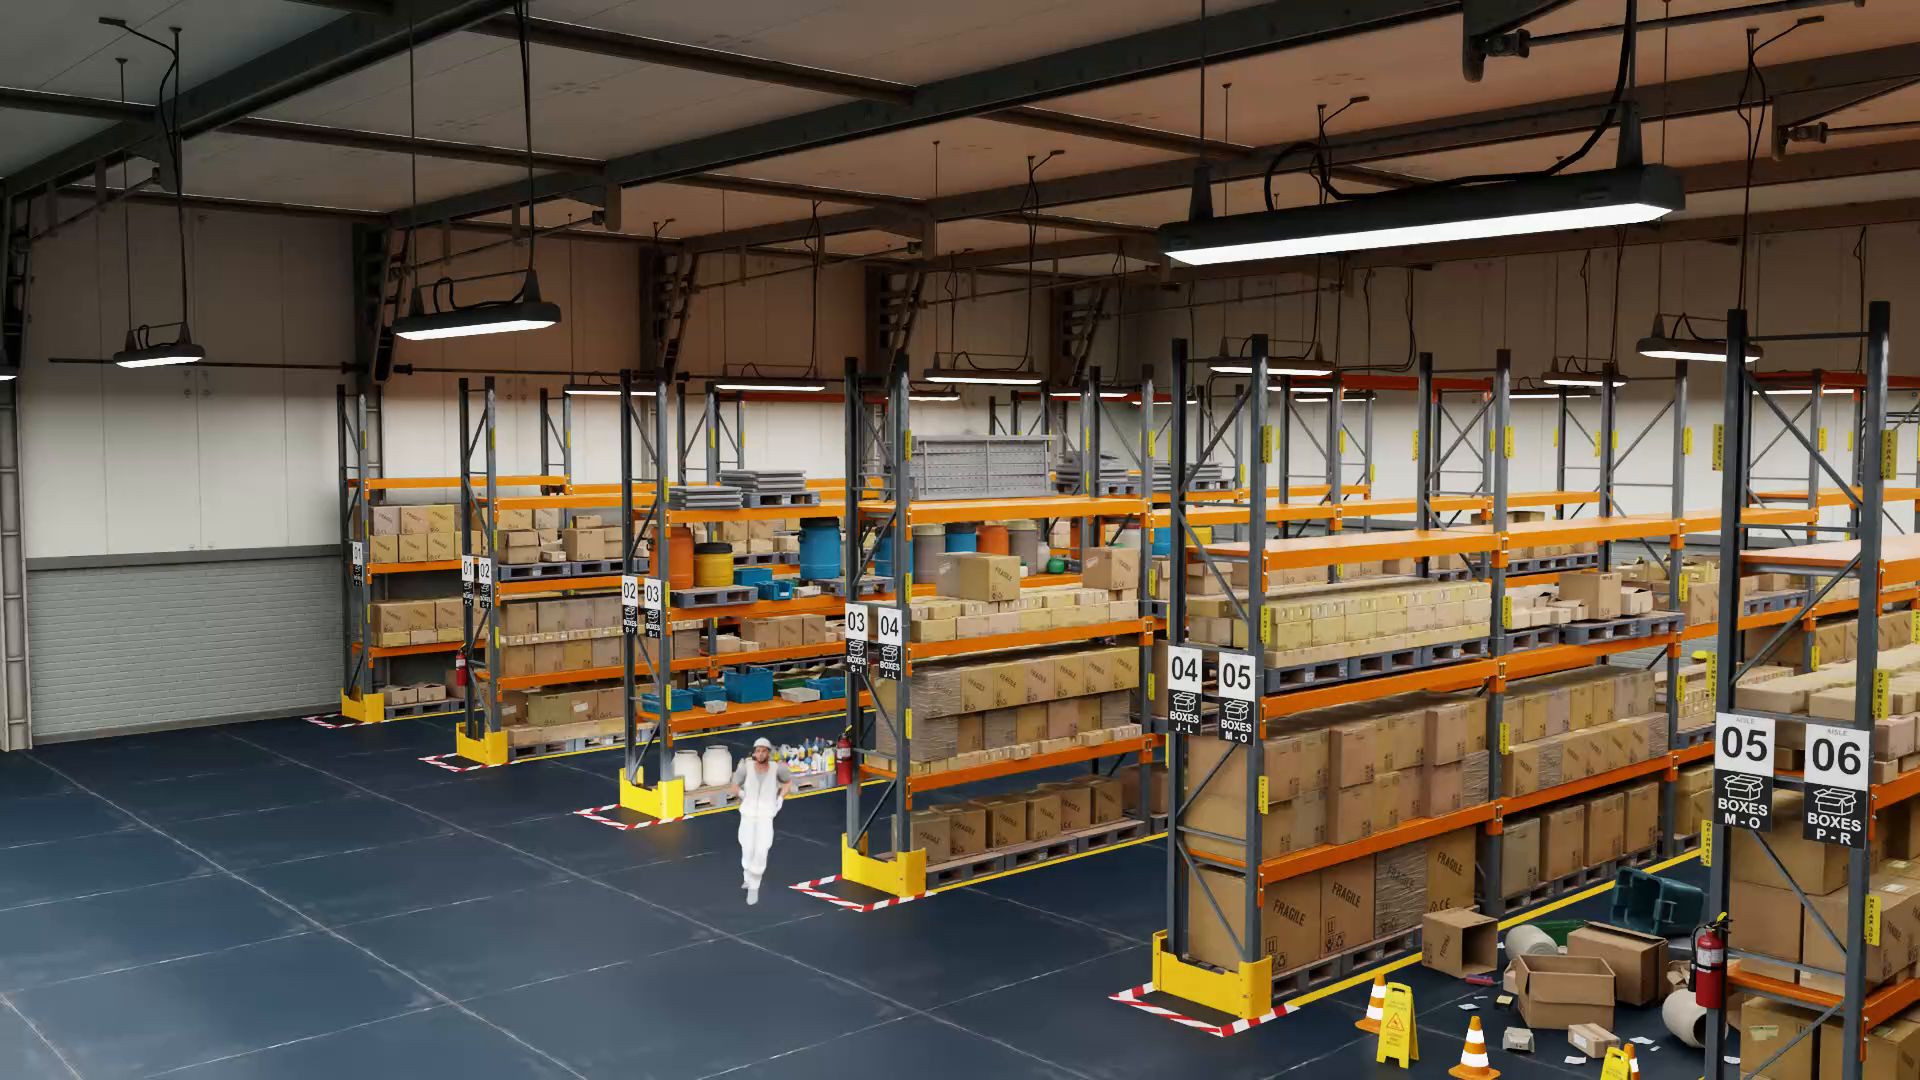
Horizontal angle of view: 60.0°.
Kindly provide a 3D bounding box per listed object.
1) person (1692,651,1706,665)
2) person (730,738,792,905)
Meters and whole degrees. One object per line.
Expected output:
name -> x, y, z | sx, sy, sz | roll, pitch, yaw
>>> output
person -> 11.400, 2.583, 25.673 | 0.903, 1.776, 0.715 | -3, 5, -38
person -> -2.206, 3.083, 18.334 | 0.651, 1.834, 0.743 | 0, 4, 3
